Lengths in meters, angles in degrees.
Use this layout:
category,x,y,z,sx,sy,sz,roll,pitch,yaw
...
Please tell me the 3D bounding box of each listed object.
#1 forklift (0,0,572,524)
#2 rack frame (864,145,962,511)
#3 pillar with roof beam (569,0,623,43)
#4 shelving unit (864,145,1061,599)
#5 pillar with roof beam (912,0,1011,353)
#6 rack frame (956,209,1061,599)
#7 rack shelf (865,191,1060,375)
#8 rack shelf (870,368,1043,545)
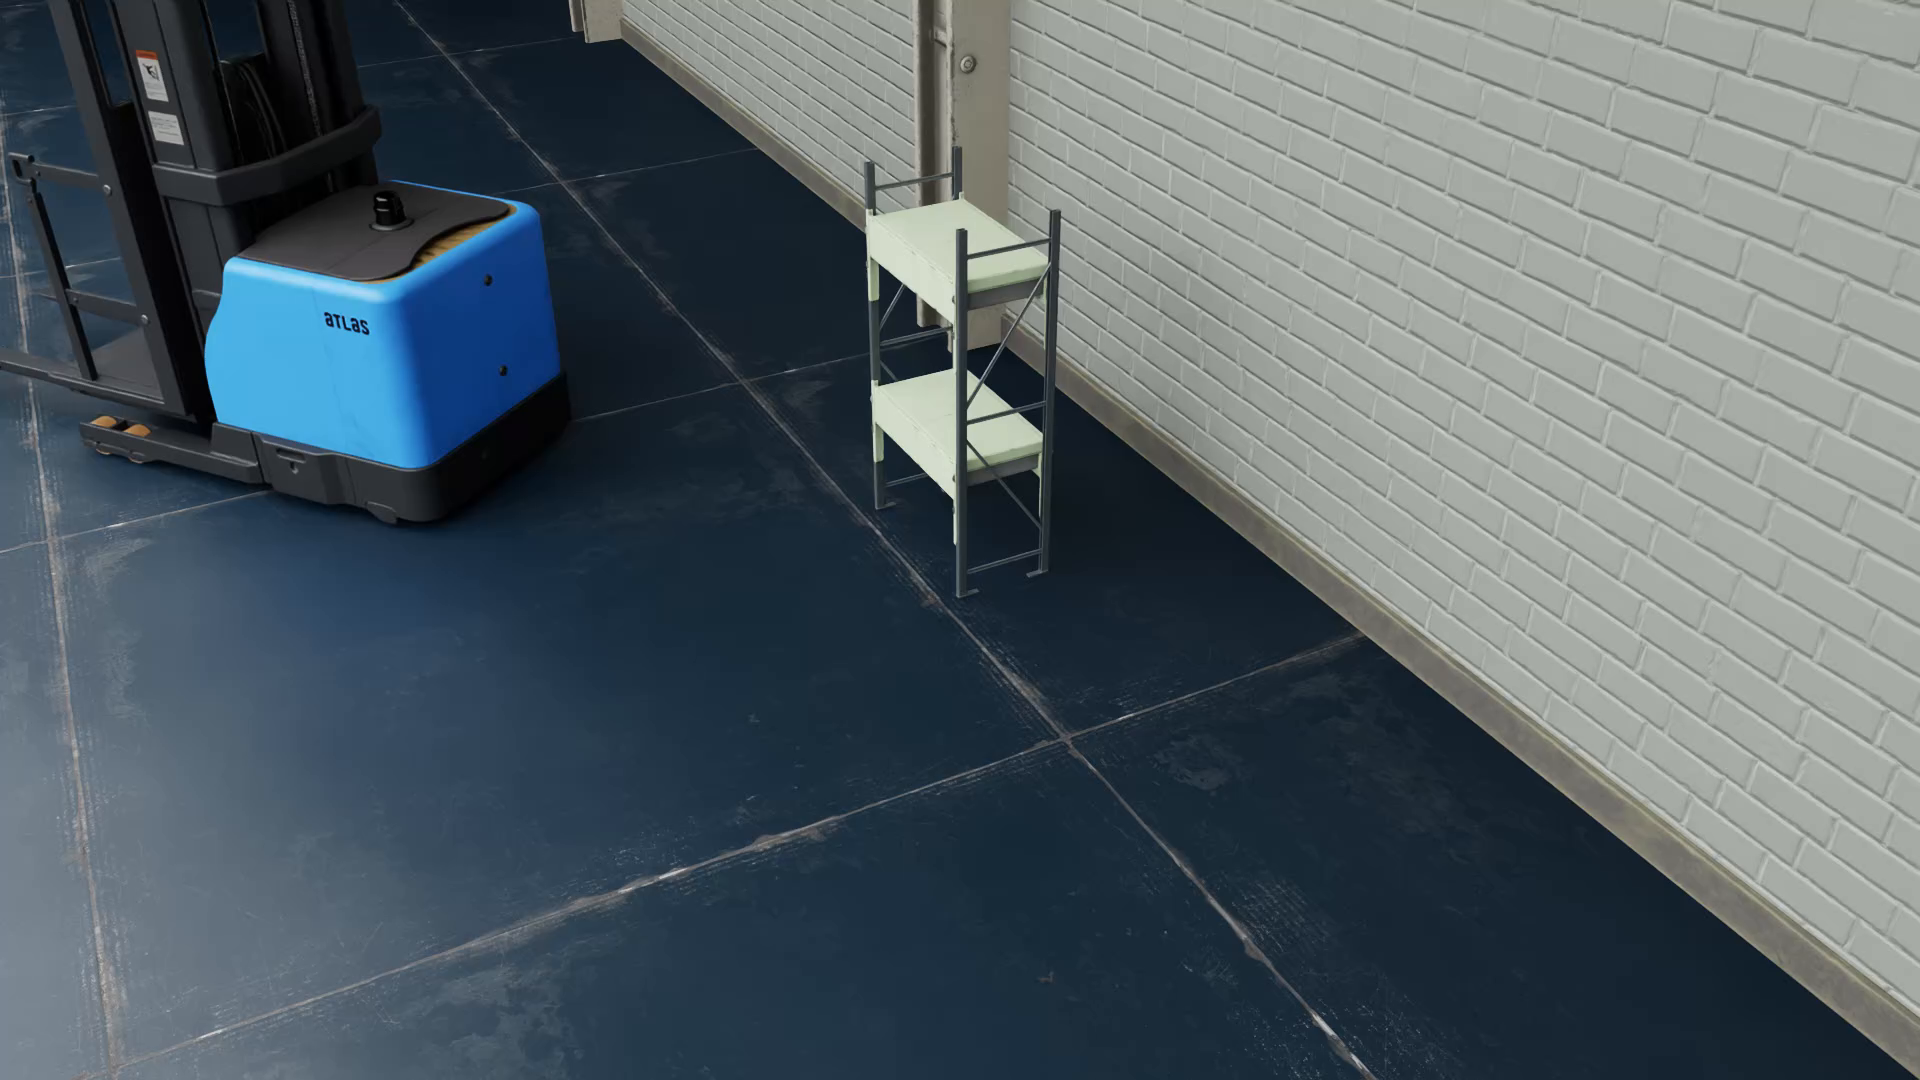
category,x,y,z,sx,sy,sz,roll,pitch,yaw
forklift,-3.307,-1.814,6.865,3.031,2.935,1.130,13,35,20
rack frame,-0.174,-0.809,6.623,0.400,1.500,0.023,-16,36,-23
pillar with roof beam,-6.599,-6.620,8.741,9.100,9.000,0.400,-16,36,-23
shelving unit,-0.003,-0.635,6.350,0.431,1.500,0.755,-16,36,-23
pillar with roof beam,-3.802,-3.757,4.272,9.100,9.000,0.400,-16,36,-23
rack frame,0.168,-0.460,6.078,0.400,1.500,0.023,-16,36,-23
rack shelf,-0.003,-0.963,6.140,0.431,0.370,0.720,-16,36,-23
rack shelf,-0.003,-0.360,6.526,0.431,0.370,0.720,-16,36,-23
